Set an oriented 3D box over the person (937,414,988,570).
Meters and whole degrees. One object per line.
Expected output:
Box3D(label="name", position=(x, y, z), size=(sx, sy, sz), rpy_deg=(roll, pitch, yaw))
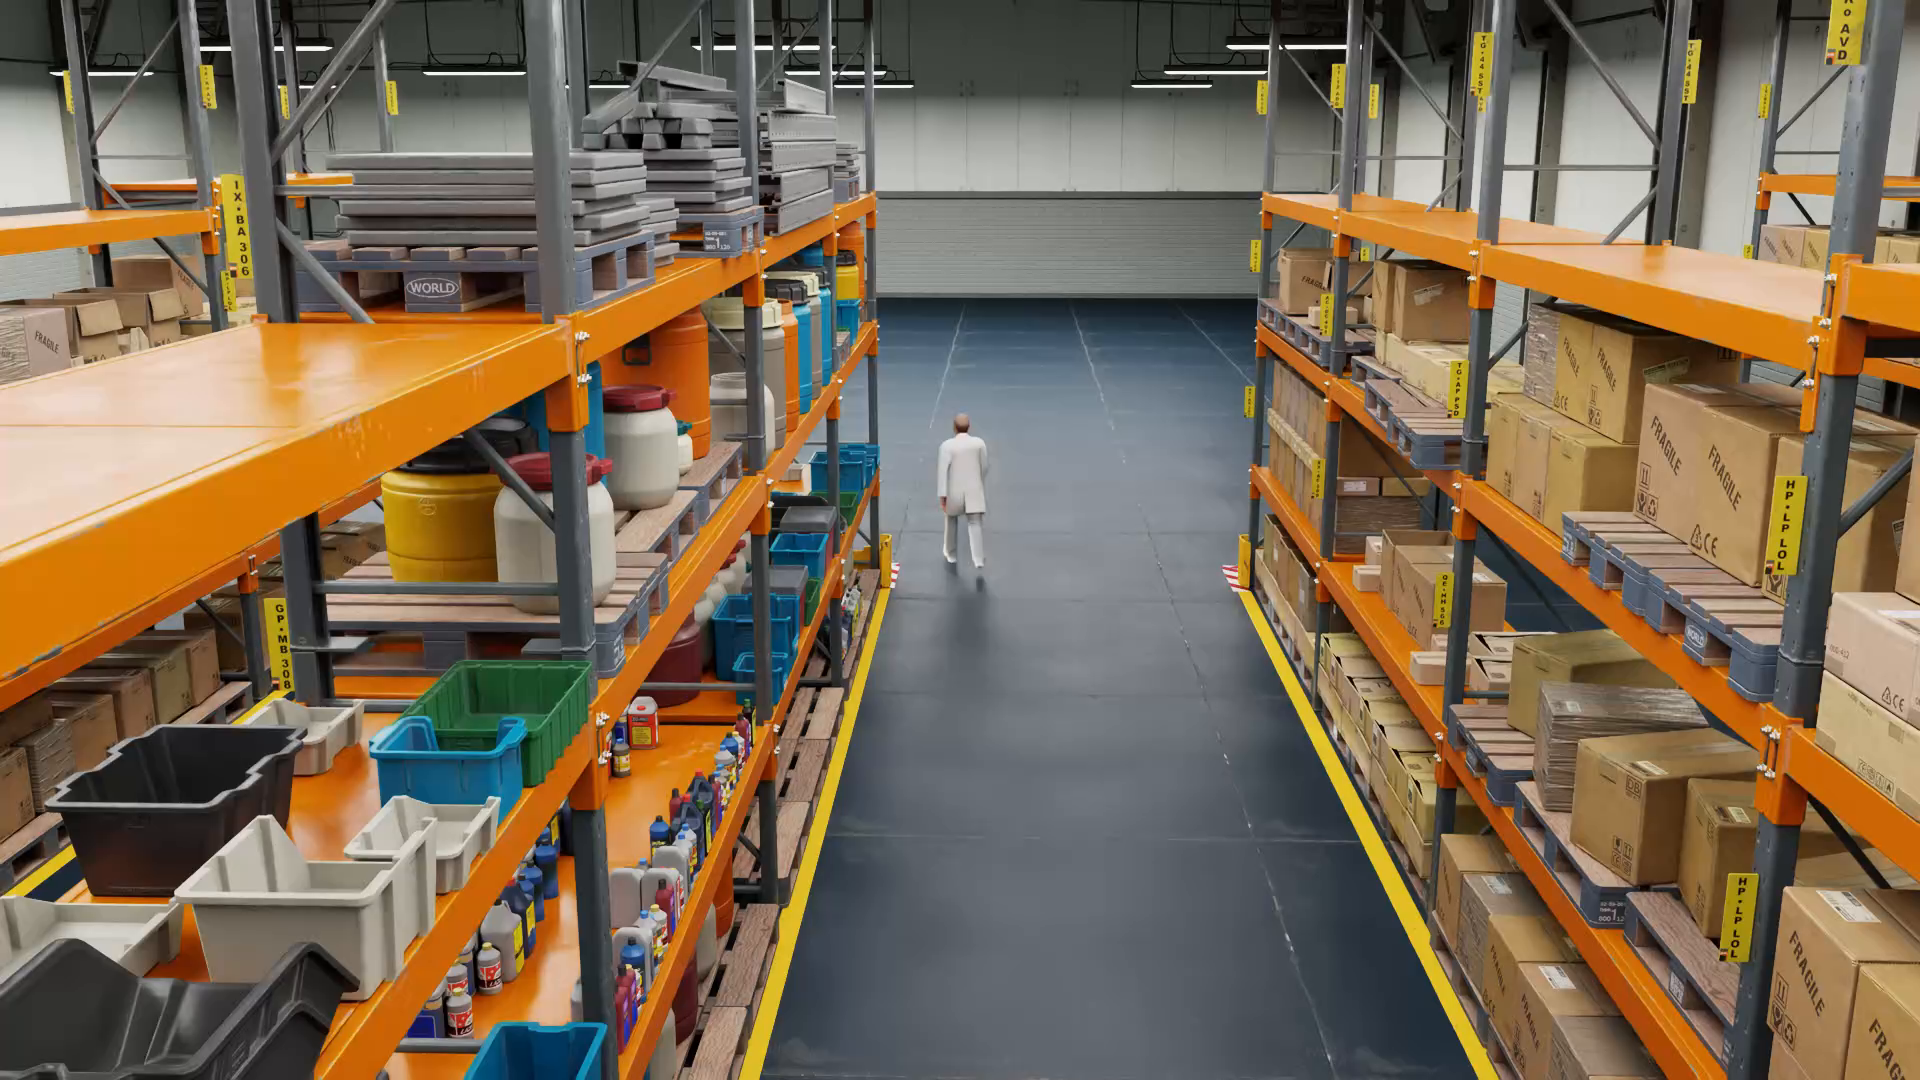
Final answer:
Box3D(label="person", position=(0.020, -0.537, 18.251), size=(0.580, 1.722, 1.150), rpy_deg=(-2, 14, -7))
